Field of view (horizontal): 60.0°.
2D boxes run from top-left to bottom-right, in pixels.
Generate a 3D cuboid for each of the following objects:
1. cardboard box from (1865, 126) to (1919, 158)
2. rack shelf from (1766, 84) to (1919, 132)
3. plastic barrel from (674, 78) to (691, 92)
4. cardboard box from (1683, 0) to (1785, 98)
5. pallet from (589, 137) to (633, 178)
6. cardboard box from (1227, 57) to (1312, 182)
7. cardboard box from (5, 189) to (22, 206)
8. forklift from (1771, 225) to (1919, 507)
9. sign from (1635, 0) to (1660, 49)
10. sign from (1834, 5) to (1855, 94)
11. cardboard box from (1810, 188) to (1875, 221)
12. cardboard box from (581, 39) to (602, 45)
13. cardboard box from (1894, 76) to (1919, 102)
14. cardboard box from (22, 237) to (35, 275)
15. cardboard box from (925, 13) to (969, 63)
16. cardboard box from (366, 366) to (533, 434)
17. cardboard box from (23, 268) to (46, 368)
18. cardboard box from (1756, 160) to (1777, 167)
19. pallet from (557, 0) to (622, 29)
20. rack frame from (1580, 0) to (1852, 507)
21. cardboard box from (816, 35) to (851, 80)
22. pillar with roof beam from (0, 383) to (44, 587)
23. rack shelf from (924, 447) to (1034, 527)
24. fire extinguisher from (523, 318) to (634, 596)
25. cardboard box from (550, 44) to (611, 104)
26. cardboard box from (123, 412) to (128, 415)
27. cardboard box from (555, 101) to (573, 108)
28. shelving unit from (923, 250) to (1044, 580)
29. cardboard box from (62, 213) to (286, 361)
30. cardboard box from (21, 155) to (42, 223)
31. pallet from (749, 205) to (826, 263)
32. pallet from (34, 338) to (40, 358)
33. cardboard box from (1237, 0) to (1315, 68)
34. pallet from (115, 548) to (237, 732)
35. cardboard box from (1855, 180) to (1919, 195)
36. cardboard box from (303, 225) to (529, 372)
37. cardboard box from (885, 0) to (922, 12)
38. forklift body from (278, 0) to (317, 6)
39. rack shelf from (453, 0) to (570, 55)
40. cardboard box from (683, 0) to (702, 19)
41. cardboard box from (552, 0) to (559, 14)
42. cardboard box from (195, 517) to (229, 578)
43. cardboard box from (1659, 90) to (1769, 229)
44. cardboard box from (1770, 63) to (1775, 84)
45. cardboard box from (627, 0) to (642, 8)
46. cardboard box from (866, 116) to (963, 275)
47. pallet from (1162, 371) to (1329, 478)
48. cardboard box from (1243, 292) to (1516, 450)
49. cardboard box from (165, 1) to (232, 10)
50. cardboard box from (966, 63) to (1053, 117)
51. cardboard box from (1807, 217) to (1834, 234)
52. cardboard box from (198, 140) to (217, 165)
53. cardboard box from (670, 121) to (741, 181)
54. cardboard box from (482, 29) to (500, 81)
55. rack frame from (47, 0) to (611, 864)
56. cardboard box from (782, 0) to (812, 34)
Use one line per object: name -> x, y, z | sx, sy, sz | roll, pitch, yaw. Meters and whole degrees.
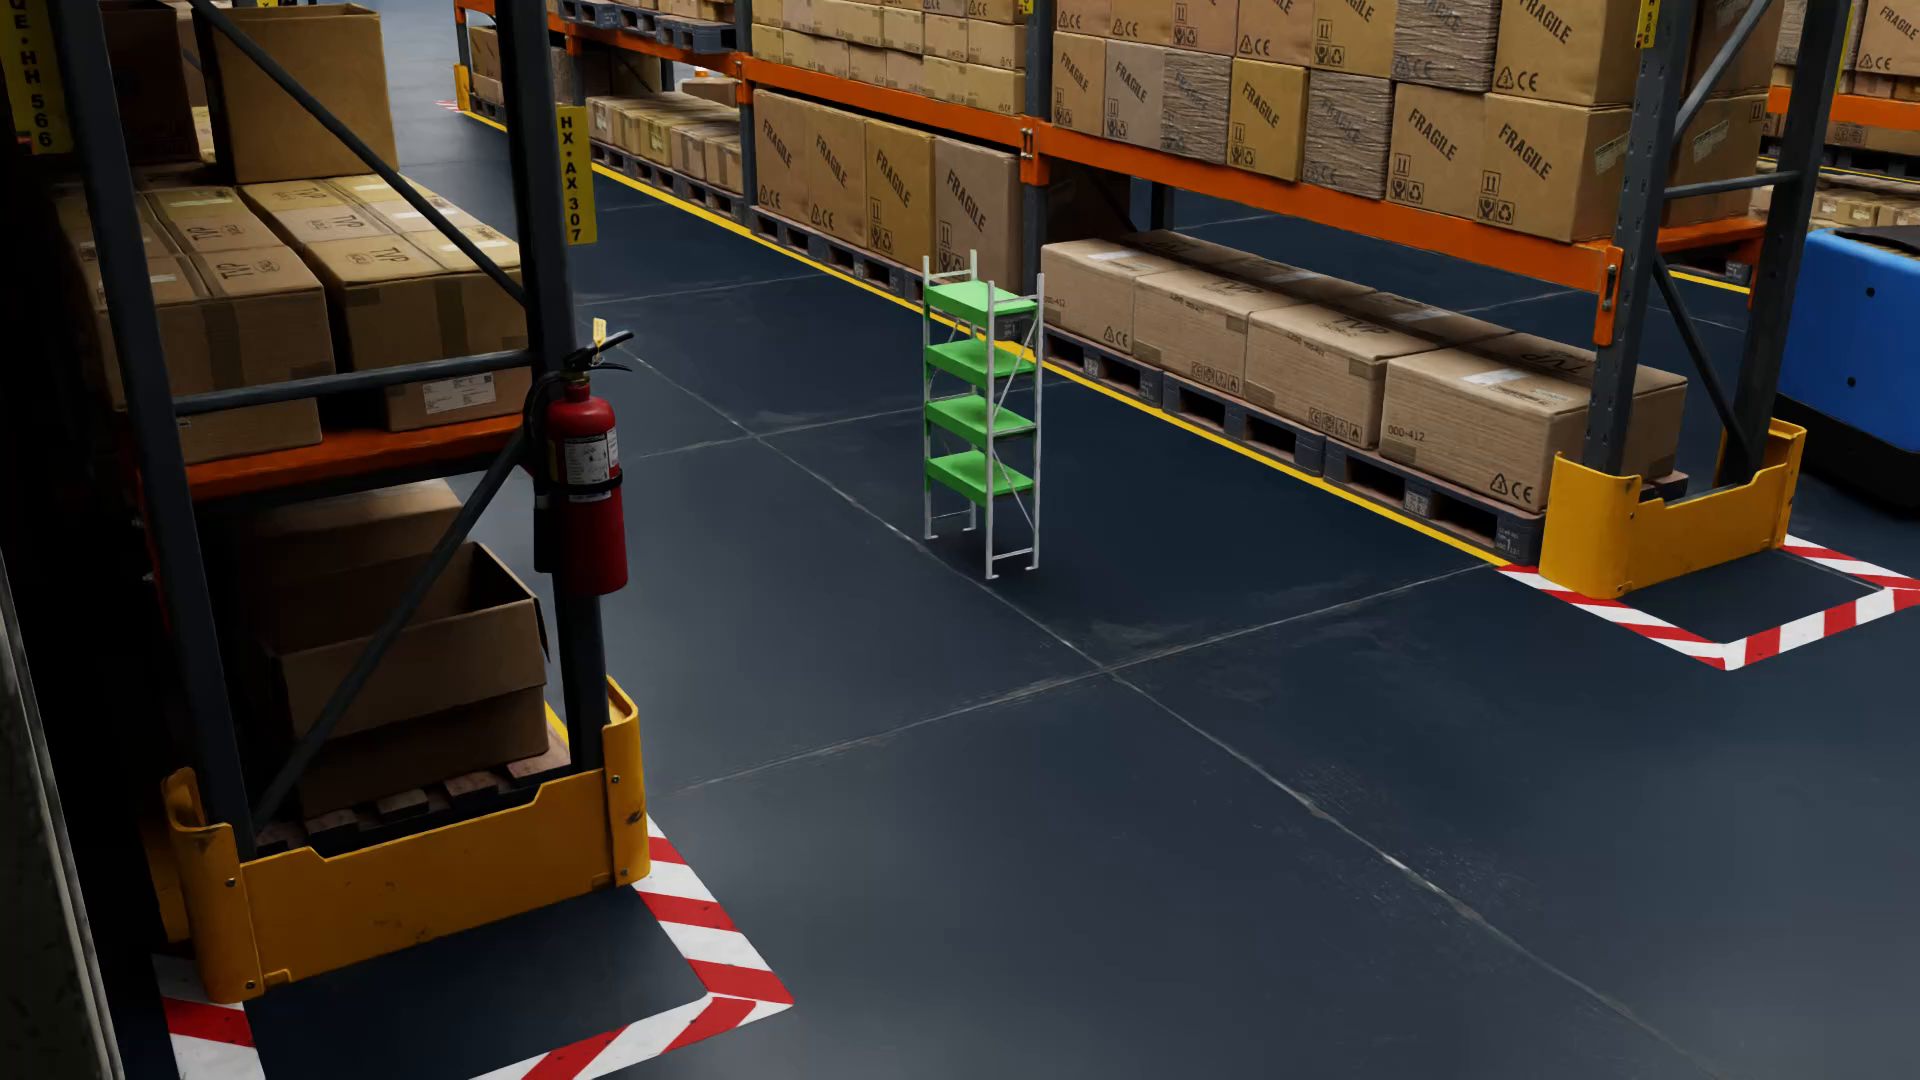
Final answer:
cardboard box -> 8.998, -3.938, 14.953 | 1.225, 0.875, 0.875 | -13, 25, -28
rack shelf -> 6.048, -2.623, 10.408 | 1.077, 0.370, 4.000 | -13, 25, -28
plastic barrel -> -2.951, -4.932, 18.556 | 0.512, 0.421, 0.421 | 4, 22, 9
cardboard box -> 2.865, -2.043, 6.567 | 0.500, 0.500, 0.500 | -13, 26, -29
pallet -> -2.865, -3.665, 15.719 | 1.003, 0.211, 1.213 | -13, 25, -28
cardboard box -> 1.602, -1.970, 7.714 | 0.500, 0.500, 0.500 | -12, 25, -27
cardboard box -> -5.375, -1.975, 9.758 | 0.380, 0.149, 0.250 | -12, 25, -27
forklift -> 5.436, -1.720, 7.321 | 3.031, 2.935, 1.130 | -4, 22, -9
sign -> 2.392, -1.870, 5.748 | 0.100, 0.325, 0.005 | -13, 25, -28
sign -> 3.346, -1.866, 6.337 | 0.100, 0.325, 0.005 | -13, 25, -28
cardboard box -> 5.708, -2.178, 10.797 | 0.380, 0.149, 0.250 | -14, 26, -30
cardboard box -> -3.617, -4.890, 17.129 | 0.500, 0.500, 0.500 | -11, 25, -26
cardboard box -> 5.928, -2.760, 10.124 | 0.380, 0.149, 0.250 | -12, 25, -27
cardboard box -> -4.577, -1.474, 8.527 | 0.380, 0.149, 0.250 | -12, 25, -27
cardboard box -> 0.126, -3.037, 10.007 | 0.500, 0.250, 0.500 | -12, 25, -27
cardboard box -> -1.332, -0.411, 4.344 | 0.380, 0.149, 0.250 | -13, 25, -29
cardboard box -> -4.463, -1.135, 8.555 | 0.500, 0.500, 0.500 | -14, 26, -31
cardboard box -> 5.596, -2.613, 11.866 | 0.380, 0.149, 0.250 | -12, 25, -28
pallet -> -2.999, -4.844, 15.172 | 1.003, 0.211, 1.213 | -13, 25, -28
rack frame -> 2.866, -1.324, 6.257 | 1.000, 3.000, 0.127 | -13, 25, -28
cardboard box -> -0.647, -3.303, 11.326 | 0.500, 0.250, 0.500 | -12, 25, -27
pillar with roof beam -> -0.161, -4.871, 7.017 | 9.100, 9.000, 0.400 | -13, 25, -28
rack shelf -> 0.085, -0.221, 6.740 | 0.258, 0.148, 0.480 | -13, 25, -28
fire extinguisher -> -0.927, -0.201, 4.091 | 0.296, 0.674, 0.183 | -13, 25, -28
cardboard box -> -3.797, -4.616, 16.455 | 0.500, 0.500, 0.500 | -13, 25, -29
cardboard box -> -2.085, -0.470, 4.491 | 0.380, 0.149, 0.250 | -13, 26, -30
cardboard box -> -3.797, -4.269, 16.596 | 0.500, 0.250, 0.500 | -11, 25, -26
shelving unit -> 0.085, -0.502, 6.626 | 0.258, 1.200, 0.503 | -13, 25, -28
cardboard box -> -2.125, -0.701, 4.529 | 0.500, 0.250, 0.500 | -13, 25, -28
cardboard box -> -3.160, -1.358, 6.144 | 0.500, 0.250, 0.500 | -13, 25, -29
pallet -> -0.883, -2.352, 12.489 | 1.003, 0.211, 1.213 | -13, 25, -28
pallet -> -5.137, -1.417, 10.189 | 1.003, 0.211, 1.213 | -13, 25, -28
cardboard box -> 1.617, -2.431, 7.520 | 0.500, 0.500, 0.500 | -13, 25, -29
pallet -> -2.466, 0.247, 6.095 | 1.003, 0.211, 1.213 | -13, 25, -28
cardboard box -> 6.161, -2.280, 11.047 | 0.380, 0.149, 0.250 | -14, 26, -30
cardboard box -> -1.400, -0.635, 4.366 | 0.500, 0.250, 0.500 | -12, 25, -28
cardboard box -> -0.135, -3.558, 10.294 | 0.500, 0.500, 0.500 | -12, 25, -27
forklift body -> -7.036, -4.891, 16.160 | 2.313, 2.155, 1.214 | -13, 25, -28
rack shelf -> -4.286, -5.522, 17.542 | 1.077, 0.370, 4.000 | -13, 25, -28
cardboard box -> -1.957, -4.198, 13.105 | 0.380, 0.149, 0.250 | -13, 25, -29
cardboard box -> -3.690, -5.137, 15.973 | 0.380, 0.149, 0.250 | -13, 25, -29
cardboard box -> -2.564, -0.241, 6.354 | 0.700, 0.500, 0.500 | -14, 26, -30
cardboard box -> 2.867, -1.581, 6.756 | 0.500, 0.500, 0.500 | -13, 25, -29
cardboard box -> 5.401, -3.098, 10.955 | 0.380, 0.149, 0.250 | -14, 26, -31
cardboard box -> -2.612, -4.620, 14.141 | 0.380, 0.149, 0.250 | -12, 25, -26
cardboard box -> -0.031, -2.305, 10.935 | 0.875, 0.875, 0.875 | -12, 25, -27
pallet -> 1.771, -0.670, 8.352 | 1.003, 0.211, 1.213 | -13, 25, -28
cardboard box -> 1.968, -0.820, 7.863 | 0.875, 0.438, 0.875 | -12, 25, -27
cardboard box -> -3.762, -2.271, 7.896 | 0.700, 0.500, 0.500 | -12, 25, -28
cardboard box -> 0.376, -2.646, 9.708 | 0.500, 0.250, 0.500 | -13, 26, -29
cardboard box -> 5.628, -2.024, 10.813 | 0.380, 0.149, 0.250 | -13, 25, -29
cardboard box -> -2.461, -1.290, 5.977 | 0.500, 0.250, 0.500 | -13, 25, -29
cardboard box -> -1.885, -3.313, 14.082 | 0.950, 0.372, 0.625 | -13, 26, -29
cardboard box -> -4.850, -5.281, 18.090 | 0.500, 0.500, 0.500 | -14, 26, -30
rack frame -> -1.400, -0.368, 3.905 | 1.000, 3.000, 0.127 | -13, 25, -28
cardboard box -> -0.911, -3.697, 11.629 | 0.500, 0.250, 0.500 | -12, 25, -27
